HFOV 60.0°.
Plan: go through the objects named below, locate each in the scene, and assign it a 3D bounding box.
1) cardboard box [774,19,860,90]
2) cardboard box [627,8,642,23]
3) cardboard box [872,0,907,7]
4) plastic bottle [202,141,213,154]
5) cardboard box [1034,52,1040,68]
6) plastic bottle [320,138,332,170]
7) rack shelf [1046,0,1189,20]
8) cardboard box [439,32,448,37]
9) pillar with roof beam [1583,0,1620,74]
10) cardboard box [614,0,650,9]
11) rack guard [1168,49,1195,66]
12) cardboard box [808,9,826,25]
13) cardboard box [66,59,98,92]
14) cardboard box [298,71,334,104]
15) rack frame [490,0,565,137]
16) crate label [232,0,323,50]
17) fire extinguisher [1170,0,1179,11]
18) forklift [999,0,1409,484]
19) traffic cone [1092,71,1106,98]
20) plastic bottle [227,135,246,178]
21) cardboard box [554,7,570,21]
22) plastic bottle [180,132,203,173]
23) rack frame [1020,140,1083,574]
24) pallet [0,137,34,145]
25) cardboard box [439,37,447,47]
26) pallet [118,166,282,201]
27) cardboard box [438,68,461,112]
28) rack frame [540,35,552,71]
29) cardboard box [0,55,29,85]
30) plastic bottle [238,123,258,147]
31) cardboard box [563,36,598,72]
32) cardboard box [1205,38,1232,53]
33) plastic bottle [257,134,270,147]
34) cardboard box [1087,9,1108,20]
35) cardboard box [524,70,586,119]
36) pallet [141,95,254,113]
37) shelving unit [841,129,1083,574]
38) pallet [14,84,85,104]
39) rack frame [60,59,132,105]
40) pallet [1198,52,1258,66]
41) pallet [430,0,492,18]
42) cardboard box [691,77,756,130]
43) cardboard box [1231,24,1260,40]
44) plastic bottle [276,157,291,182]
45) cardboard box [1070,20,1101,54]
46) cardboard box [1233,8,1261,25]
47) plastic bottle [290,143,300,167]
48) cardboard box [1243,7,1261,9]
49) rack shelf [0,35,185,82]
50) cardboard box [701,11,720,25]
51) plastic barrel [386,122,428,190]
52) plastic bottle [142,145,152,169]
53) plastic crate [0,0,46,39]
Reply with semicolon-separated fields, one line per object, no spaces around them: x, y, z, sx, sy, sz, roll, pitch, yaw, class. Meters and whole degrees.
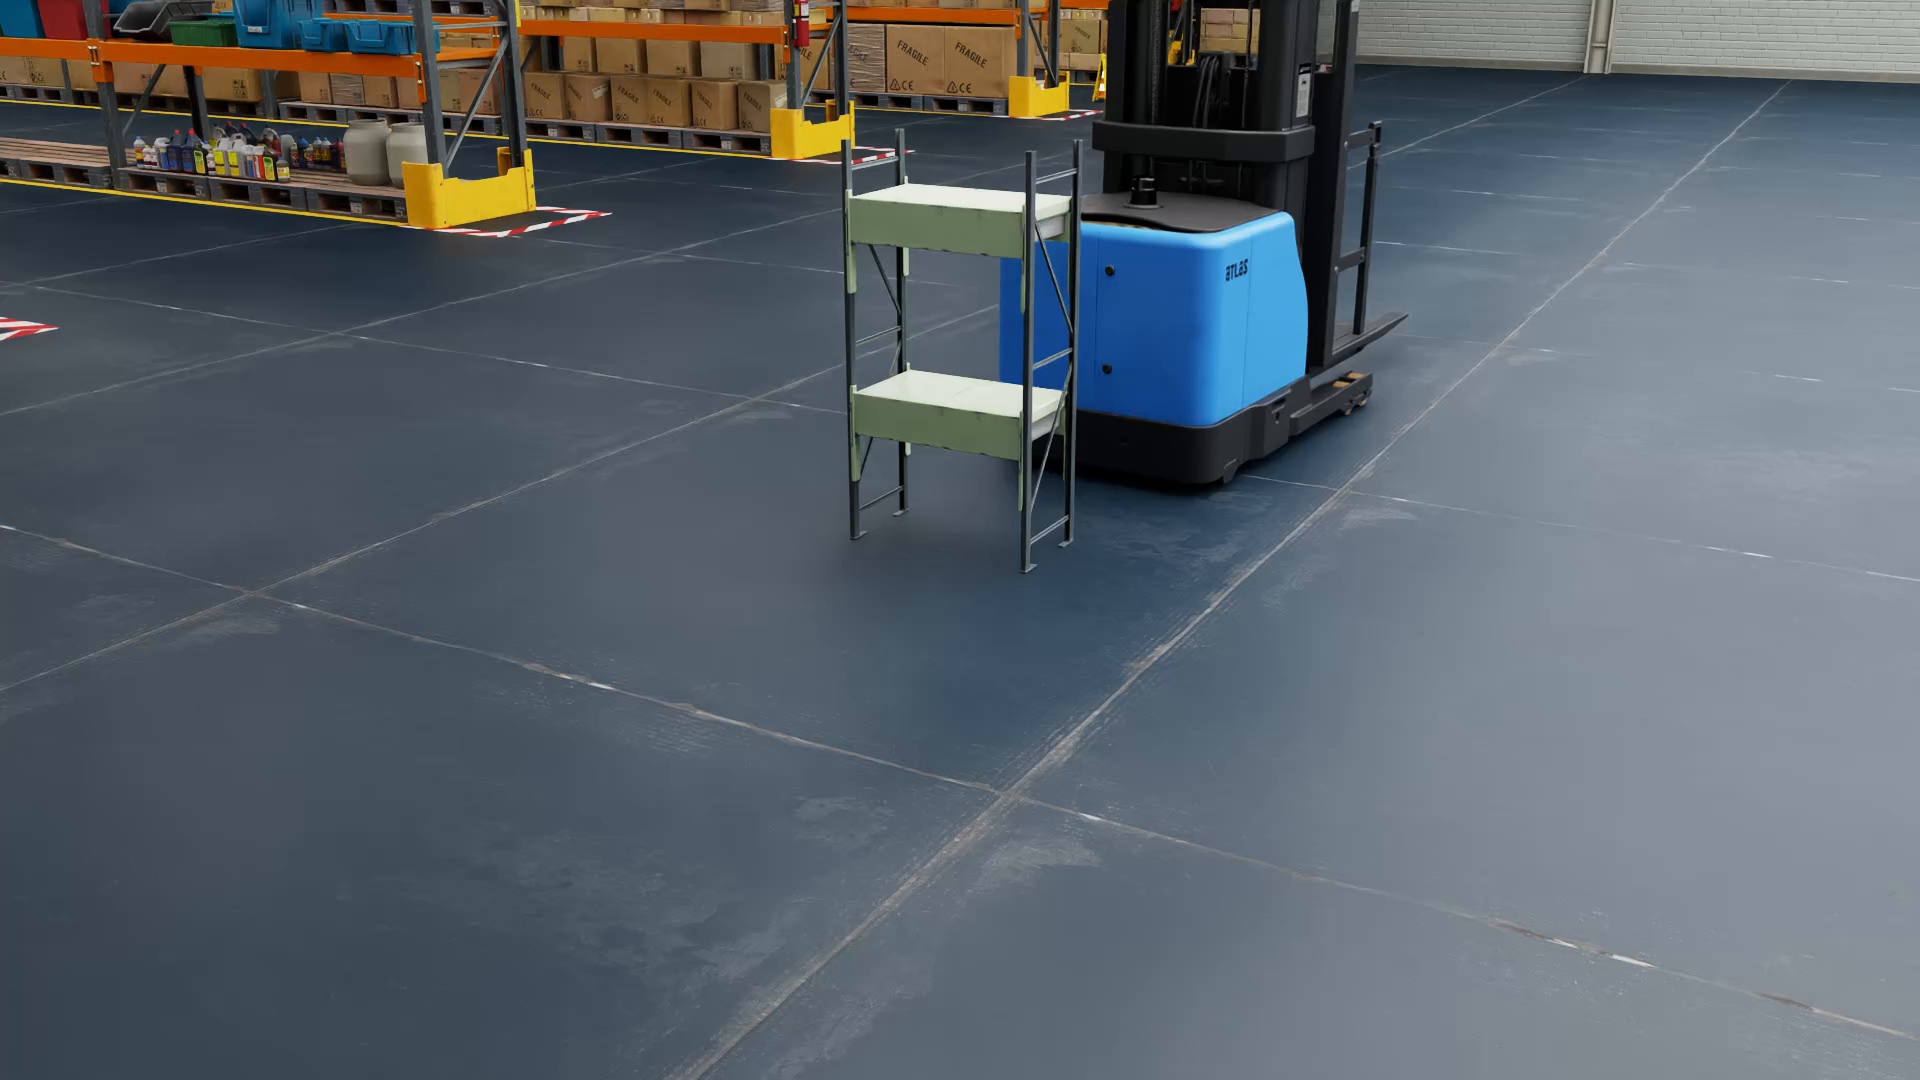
-1.963;-6.739;23.044;0.875;0.875;0.875;11;23;28;cardboard box
-3.388;-5.689;18.018;0.250;0.149;0.380;11;23;27;cardboard box
-0.733;-7.411;22.176;0.500;0.550;0.875;11;23;27;cardboard box
-6.587;-3.353;14.566;0.097;0.271;0.097;0;20;0;plastic bottle
1.167;-7.710;26.636;0.500;0.250;0.500;10;22;27;cardboard box
-5.639;-3.442;14.810;0.097;0.271;0.097;0;20;0;plastic bottle
1.594;-8.485;26.414;4.000;0.370;1.077;11;23;27;rack shelf
-8.037;-7.996;25.958;0.500;0.250;0.500;12;23;29;cardboard box
8.728;-10.894;23.201;0.400;9.000;9.100;11;23;27;pillar with roof beam
-3.301;-6.057;18.082;0.500;0.500;0.875;11;23;27;cardboard box
3.274;-7.329;25.835;0.348;0.500;1.175;11;23;27;rack guard
-1.626;-5.541;17.610;0.250;0.149;0.380;11;23;27;cardboard box
-11.401;-6.634;22.756;0.875;0.875;1.225;11;23;27;cardboard box
-7.883;-5.797;20.969;0.500;0.500;0.700;10;22;24;cardboard box
-4.985;-6.206;19.075;0.127;3.000;1.000;11;23;27;rack frame
-5.647;-4.308;13.792;0.616;0.435;0.502;11;23;27;crate label
3.215;-8.298;24.957;0.183;0.674;0.296;11;23;27;fire extinguisher
1.374;-2.055;7.731;1.130;2.935;3.031;12;23;31;forklift
2.091;-6.599;23.878;0.334;0.463;0.336;11;23;27;traffic cone
-6.200;-3.302;14.309;0.185;0.351;0.144;12;23;30;plastic bottle
-4.278;-5.845;18.448;0.250;0.149;0.380;11;23;27;cardboard box
-6.734;-3.404;14.589;0.185;0.351;0.144;10;22;25;plastic bottle
0.325;-0.643;5.939;0.023;1.500;0.400;11;23;27;rack frame
-10.235;-3.945;16.932;1.213;0.211;1.003;11;23;27;pallet
-8.020;-7.646;26.095;0.500;0.500;0.500;11;23;28;cardboard box
-6.835;-3.297;15.143;1.213;0.211;1.003;11;23;27;pallet
-5.918;-5.431;19.959;0.500;0.500;0.700;11;22;27;cardboard box
-5.970;-8.331;24.933;0.127;3.000;1.000;11;23;27;rack frame
-13.292;-7.018;23.814;0.875;0.875;0.875;11;23;27;cardboard box
-6.530;-3.640;15.240;0.185;0.351;0.144;10;22;25;plastic bottle
-5.482;-7.343;24.892;0.750;0.750;1.050;10;22;27;cardboard box
4.764;-8.944;30.039;0.500;0.250;0.500;11;23;27;cardboard box
-6.276;-3.520;15.007;0.133;0.283;0.061;11;23;27;plastic bottle
2.160;-8.150;25.799;0.250;0.149;0.380;12;23;29;cardboard box
-4.655;-5.150;19.213;0.500;0.500;0.500;10;22;26;cardboard box
-10.190;-5.917;22.368;1.213;0.211;1.003;11;23;27;pallet
0.006;-0.704;6.106;0.755;1.500;0.431;11;23;27;shelving unit
-12.595;-6.375;23.631;1.213;0.211;1.003;11;23;27;pallet
-11.969;-7.536;22.742;0.127;3.000;1.000;11;23;27;rack frame
5.069;-8.773;30.241;1.213;0.211;1.003;11;23;27;pallet
-5.581;-6.286;19.577;1.213;0.211;1.003;11;23;27;pallet
-2.569;-4.761;18.142;0.500;0.500;0.500;18;27;41;cardboard box
5.180;-9.097;29.728;0.500;0.250;0.500;10;22;27;cardboard box
-5.726;-3.133;14.060;0.097;0.201;0.097;0;20;0;plastic bottle
2.056;-7.890;26.033;0.500;0.500;0.500;12;23;29;cardboard box
5.203;-9.328;29.631;0.500;0.250;0.500;12;23;29;cardboard box
-5.992;-3.476;15.008;0.097;0.201;0.097;0;20;0;plastic bottle
5.430;-9.480;30.052;0.500;0.250;0.500;10;22;26;cardboard box
-9.147;-4.726;16.049;4.000;0.370;1.077;11;23;27;rack shelf
-2.515;-5.523;17.560;0.250;0.149;0.380;11;23;27;cardboard box
-4.520;-3.181;13.768;0.421;0.512;0.421;0;20;0;plastic barrel
-7.248;-3.422;14.860;0.097;0.201;0.097;0;20;0;plastic bottle
-8.515;-4.815;15.263;0.575;0.384;0.392;11;23;27;plastic crate
